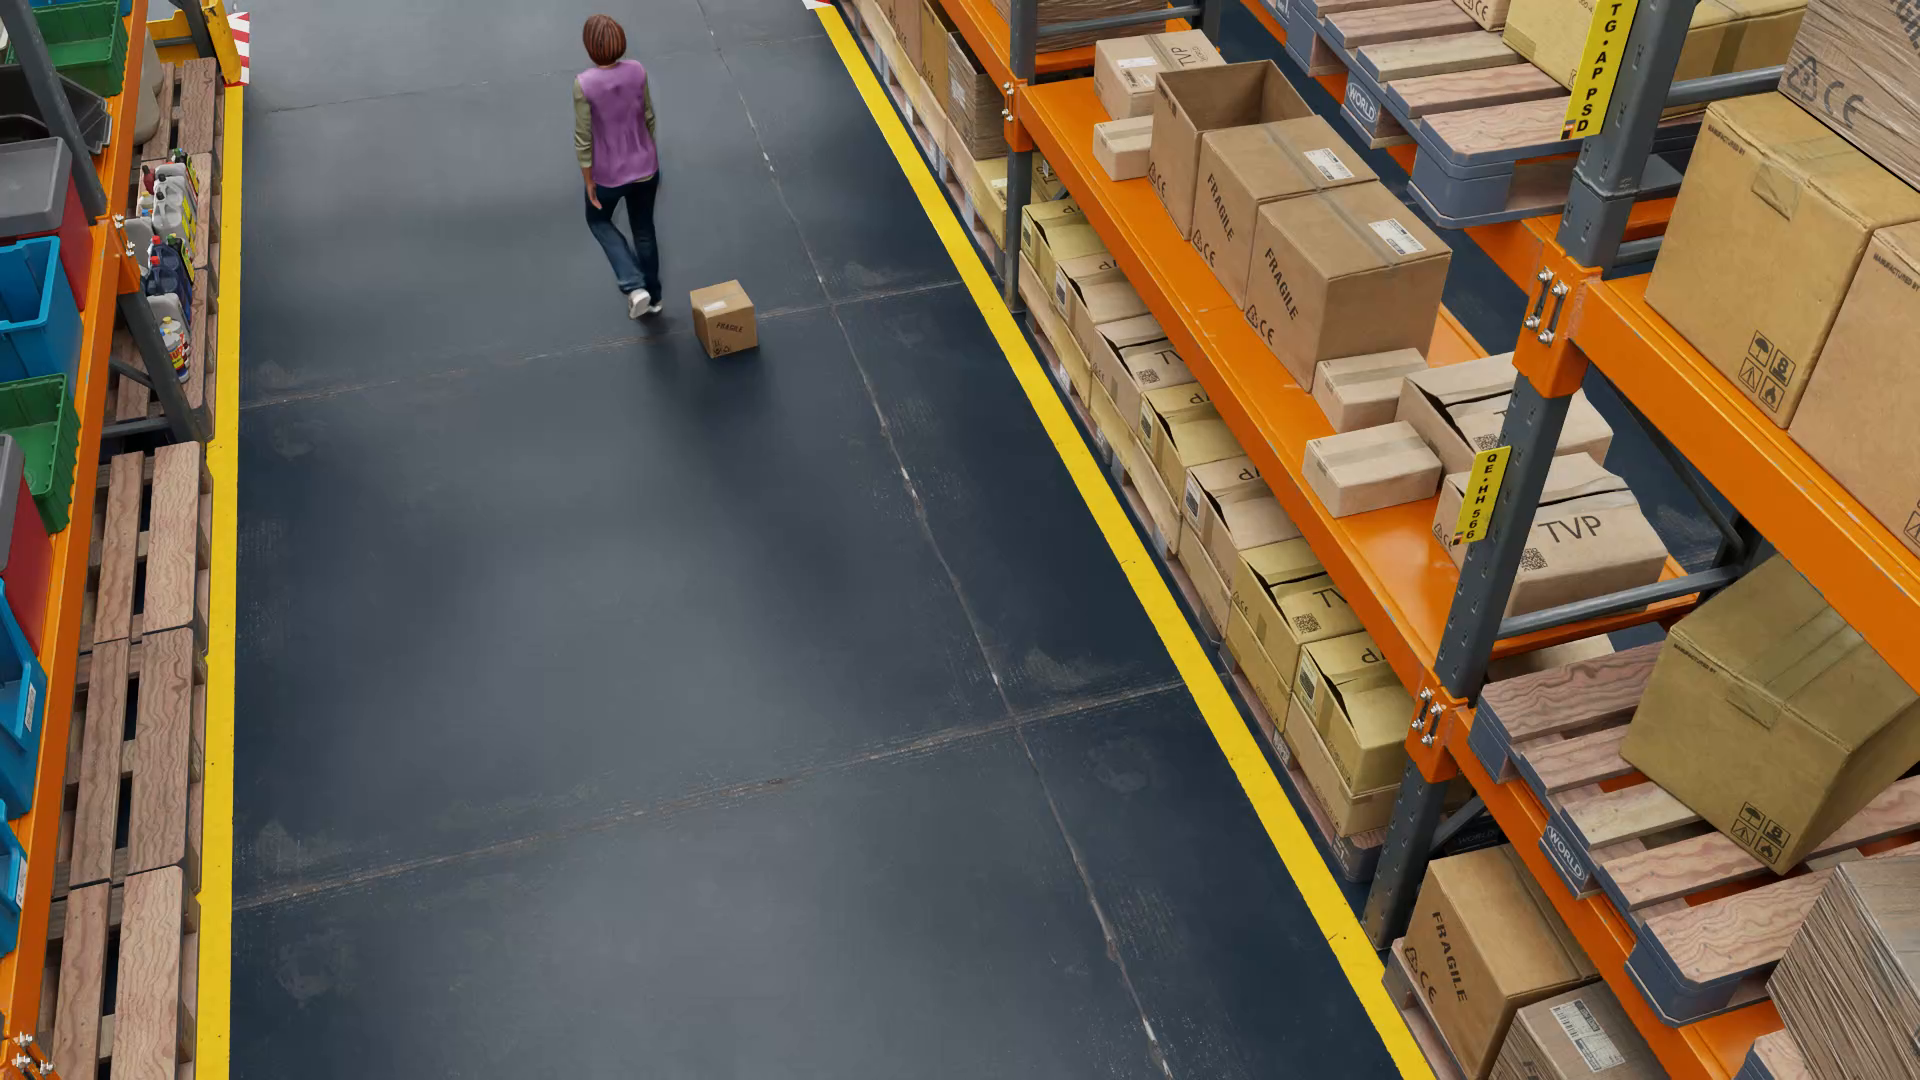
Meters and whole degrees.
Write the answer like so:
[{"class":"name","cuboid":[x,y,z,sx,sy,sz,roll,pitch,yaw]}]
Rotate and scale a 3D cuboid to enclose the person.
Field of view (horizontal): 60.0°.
[{"class":"person","cuboid":[-1.633,-1.768,8.034,0.432,1.590,0.433,-22,47,-22]}]
